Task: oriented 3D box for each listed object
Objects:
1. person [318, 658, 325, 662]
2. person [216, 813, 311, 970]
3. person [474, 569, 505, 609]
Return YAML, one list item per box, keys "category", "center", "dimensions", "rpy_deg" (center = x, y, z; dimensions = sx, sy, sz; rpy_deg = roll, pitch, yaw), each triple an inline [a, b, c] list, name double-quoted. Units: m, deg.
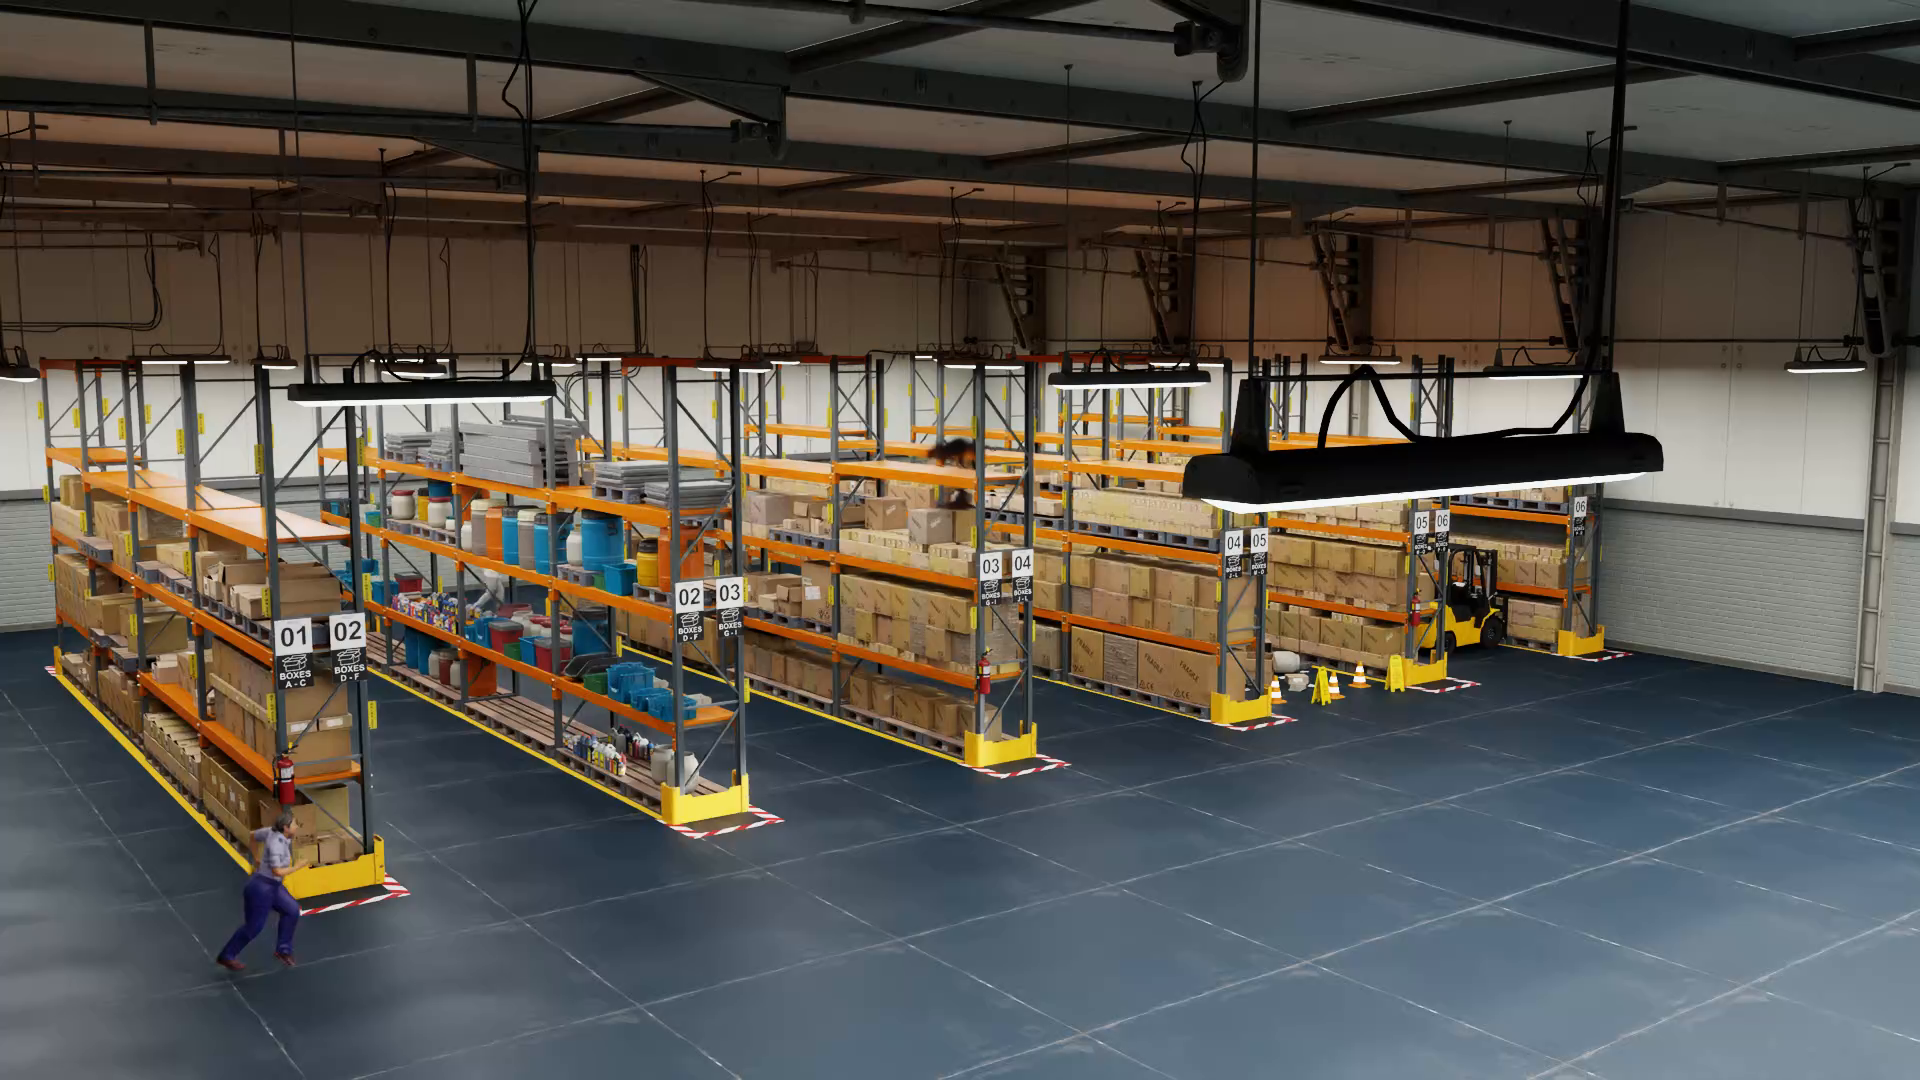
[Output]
- category: "person"
  center: [-12.195, 1.798, 31.857]
  dimensions: [0.623, 1.480, 0.921]
  rpy_deg: [-3, 8, -25]
- category: "person"
  center: [-7.015, 3.576, 16.734]
  dimensions: [0.930, 1.660, 0.624]
  rpy_deg: [-2, 7, -19]
- category: "person"
  center: [-10.758, 0.885, 38.172]
  dimensions: [0.948, 1.800, 0.627]
  rpy_deg: [-3, 7, -23]
